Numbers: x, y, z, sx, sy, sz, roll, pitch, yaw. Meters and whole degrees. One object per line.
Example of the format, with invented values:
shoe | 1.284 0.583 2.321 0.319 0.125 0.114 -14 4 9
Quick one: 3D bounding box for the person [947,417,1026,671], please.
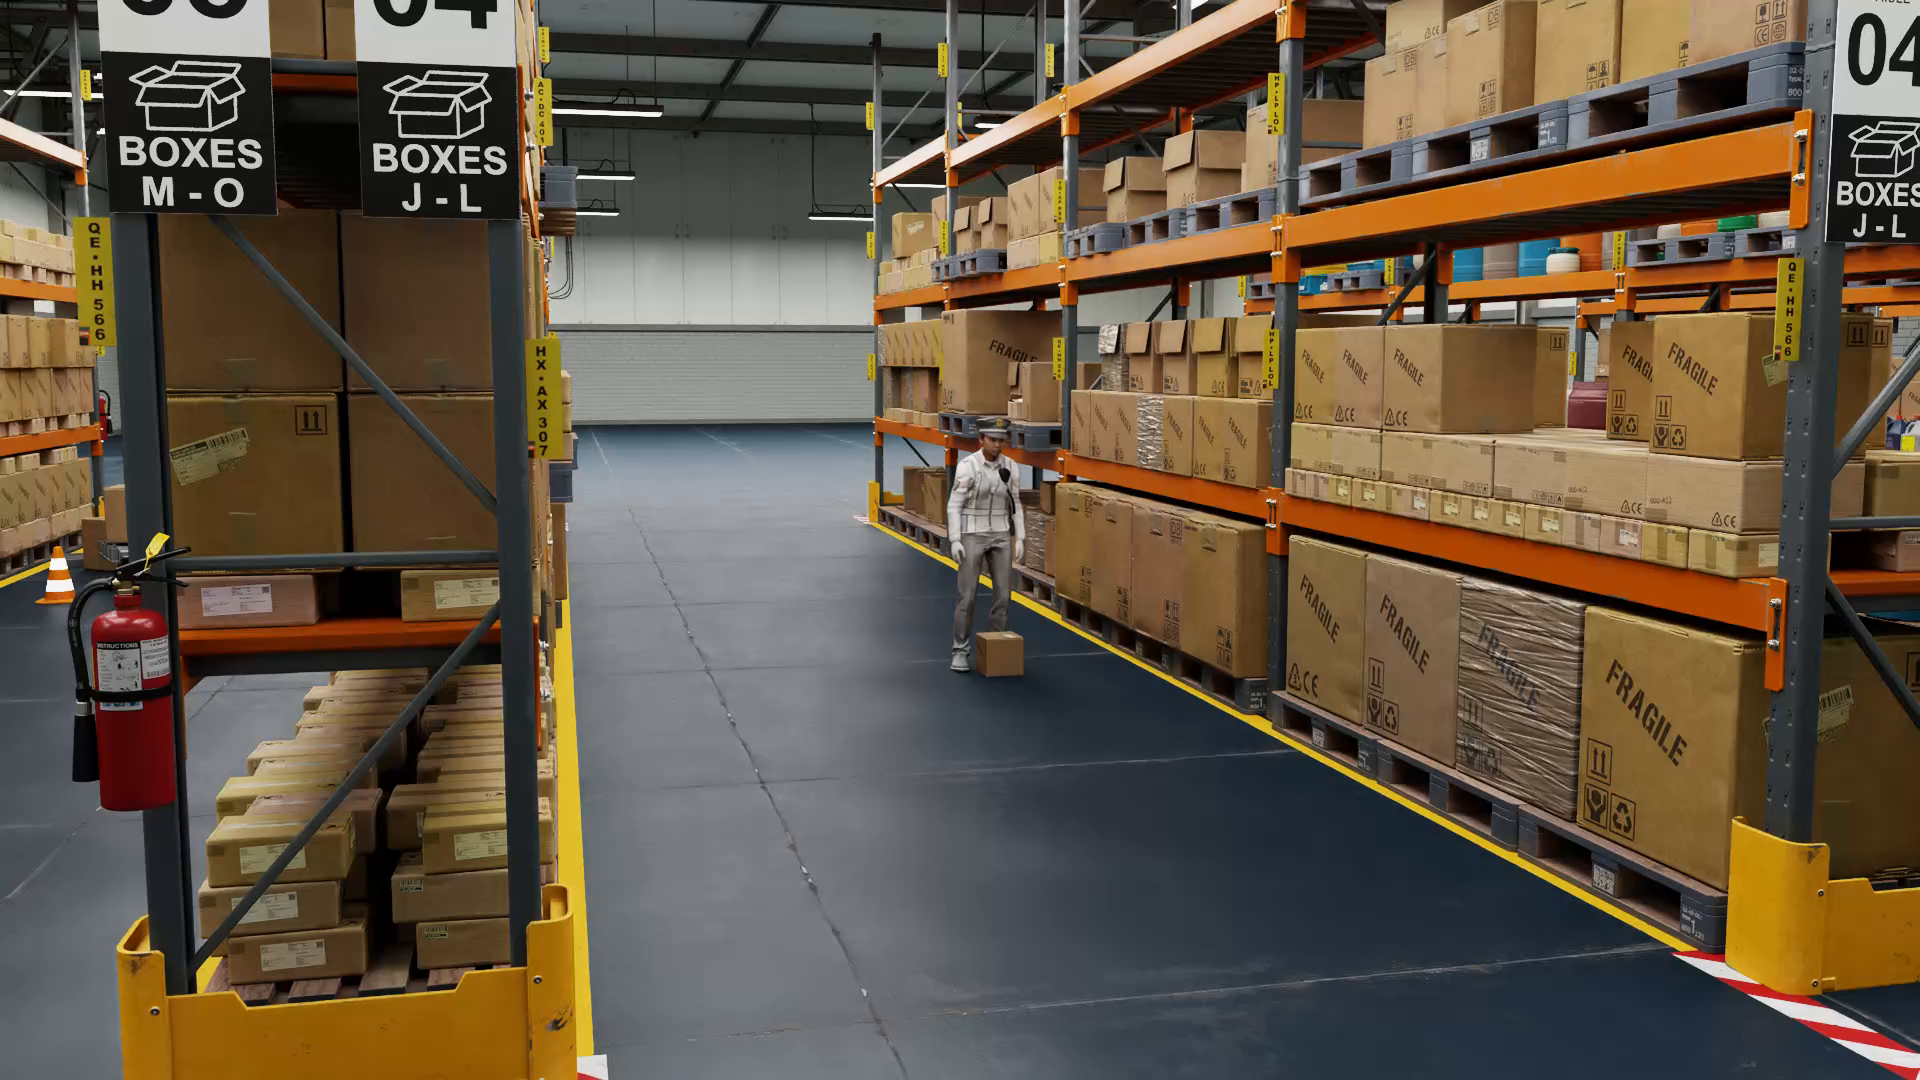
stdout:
person | 0.177 0.017 11.001 0.547 1.666 0.371 -2 7 -18
